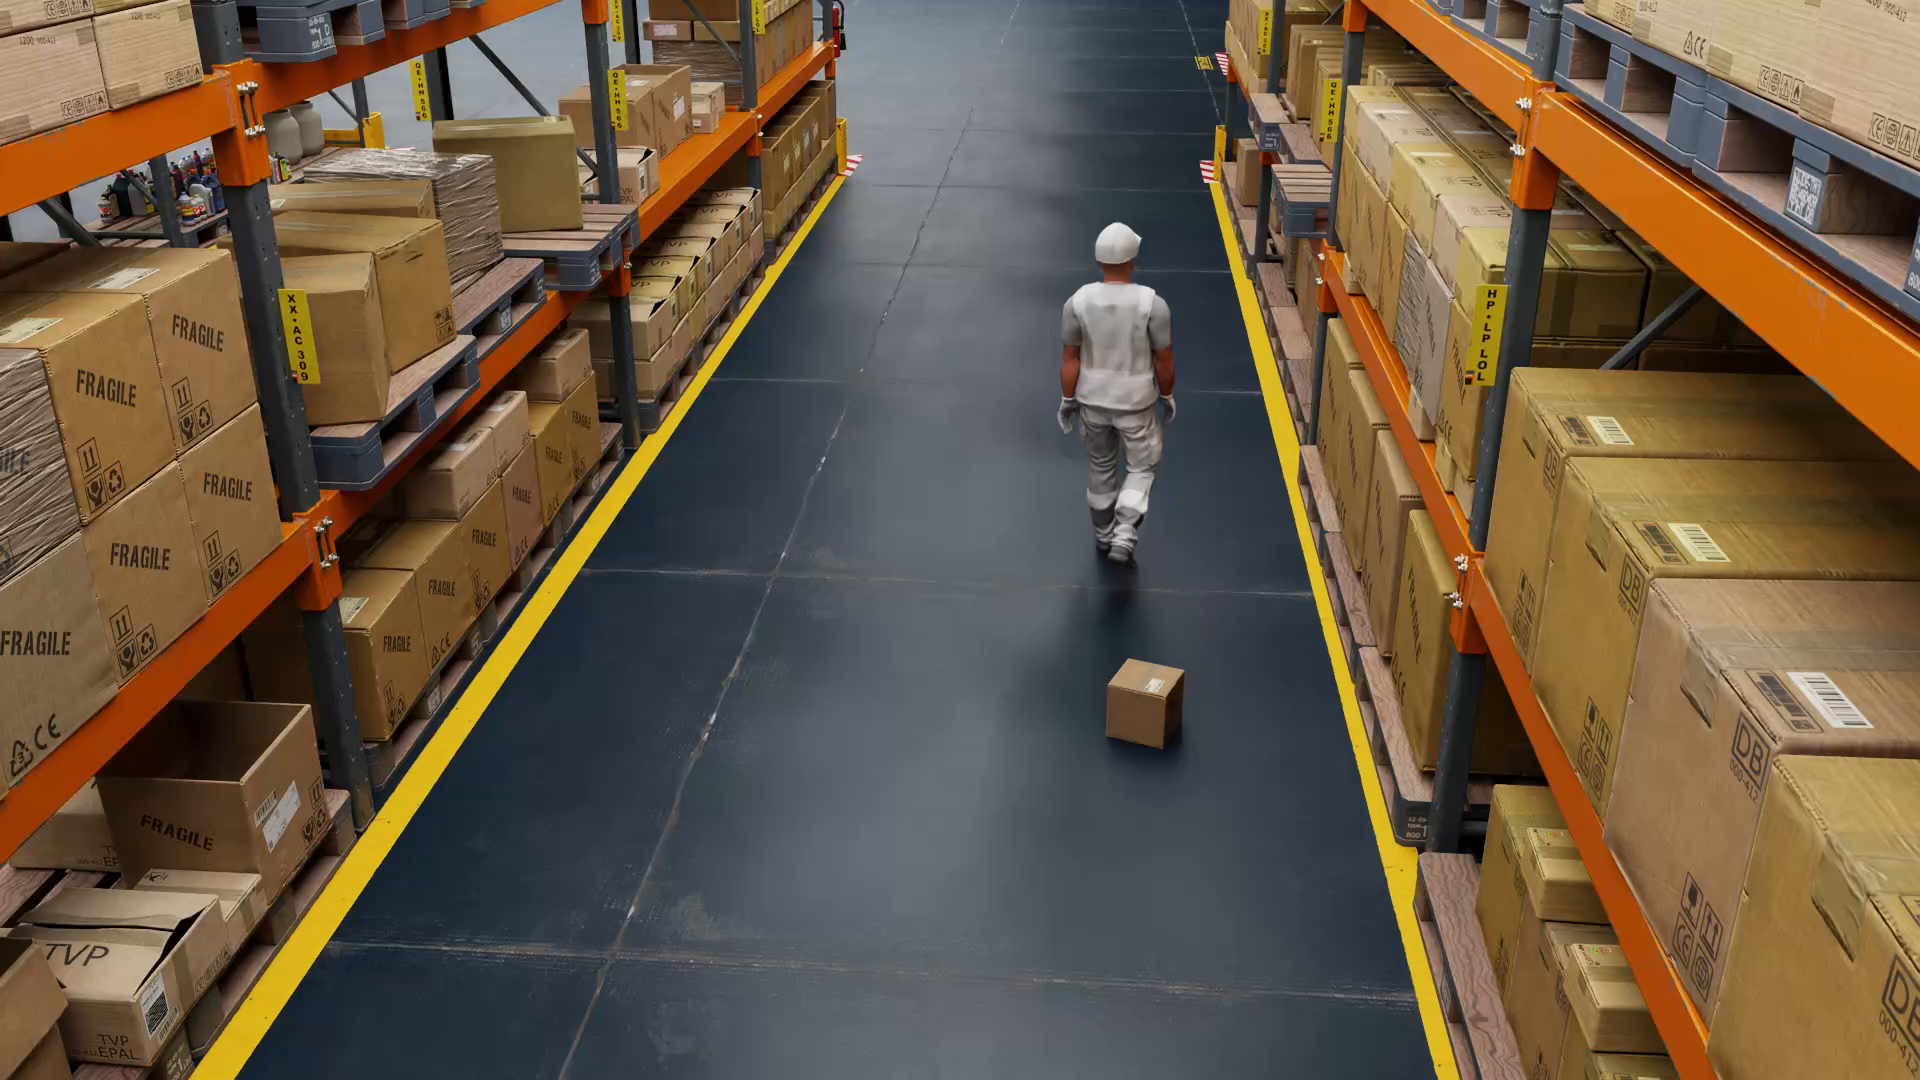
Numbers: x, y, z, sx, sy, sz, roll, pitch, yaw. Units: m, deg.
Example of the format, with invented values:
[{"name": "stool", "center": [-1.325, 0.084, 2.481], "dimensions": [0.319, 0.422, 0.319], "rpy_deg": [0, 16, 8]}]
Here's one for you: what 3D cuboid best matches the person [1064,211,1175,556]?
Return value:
[{"name": "person", "center": [0.787, -0.755, 8.210], "dimensions": [0.568, 1.781, 0.649], "rpy_deg": [7, 25, 15]}]
